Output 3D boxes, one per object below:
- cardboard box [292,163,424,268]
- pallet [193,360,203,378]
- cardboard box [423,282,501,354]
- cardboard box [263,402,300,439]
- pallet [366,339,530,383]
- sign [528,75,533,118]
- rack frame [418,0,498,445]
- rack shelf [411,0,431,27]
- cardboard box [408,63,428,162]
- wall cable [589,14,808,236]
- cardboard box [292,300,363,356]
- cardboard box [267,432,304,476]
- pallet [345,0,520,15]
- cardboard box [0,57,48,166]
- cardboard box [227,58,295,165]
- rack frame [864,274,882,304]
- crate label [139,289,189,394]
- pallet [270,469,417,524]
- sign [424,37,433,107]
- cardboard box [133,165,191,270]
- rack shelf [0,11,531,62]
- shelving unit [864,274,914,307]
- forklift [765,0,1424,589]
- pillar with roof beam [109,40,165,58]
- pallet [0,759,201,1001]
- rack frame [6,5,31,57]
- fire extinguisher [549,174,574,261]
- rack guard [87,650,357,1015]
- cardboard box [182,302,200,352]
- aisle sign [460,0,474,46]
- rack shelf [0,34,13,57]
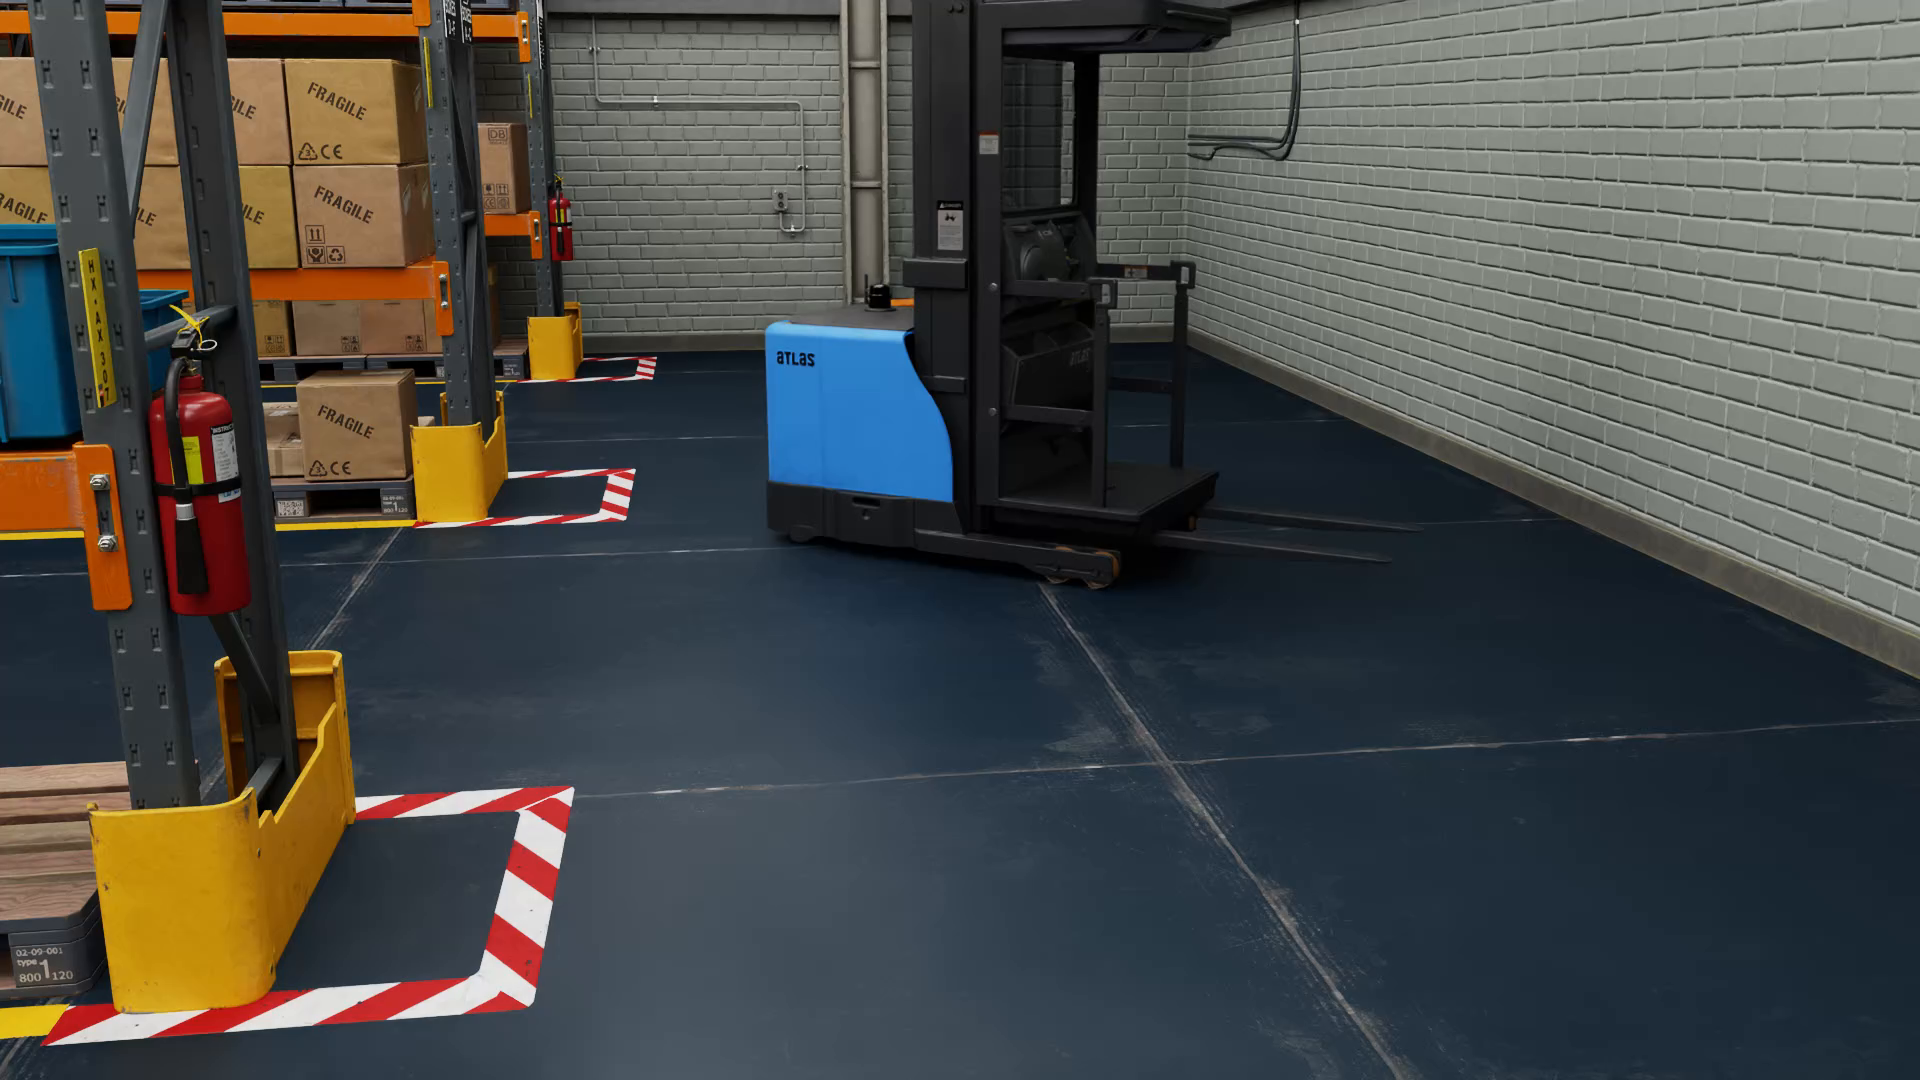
[{"bbox_3d":[-3.046,-1.656,8.454,0.500,0.500,0.500,-2,14,-7],"label":"cardboard box"},{"bbox_3d":[-6.577,-1.392,13.339,1.213,0.211,1.003,-2,14,-8],"label":"pallet"},{"bbox_3d":[-4.063,-1.823,13.599,0.500,0.500,0.700,-2,14,-8],"label":"cardboard box"},{"bbox_3d":[-3.718,-0.600,9.195,0.500,0.250,0.500,-2,14,-8],"label":"cardboard box"},{"bbox_3d":[-4.165,-1.481,13.692,1.213,0.211,1.003,-2,14,-8],"label":"pallet"},{"bbox_3d":[-3.318,-3.426,12.851,0.005,0.325,0.100,-2,14,-8],"label":"sign"},{"bbox_3d":[-2.644,-1.690,8.792,0.127,3.000,1.000,-2,14,-8],"label":"rack frame"},{"bbox_3d":[-4.622,-2.723,8.226,4.000,0.370,1.077,-2,14,-8],"label":"rack shelf"},{"bbox_3d":[-3.122,-2.270,8.847,0.500,0.500,0.500,-2,14,-7],"label":"cardboard box"},{"bbox_3d":[-2.260,-3.648,14.512,1.851,1.984,0.084,-2,14,-8],"label":"wall cable"},{"bbox_3d":[-5.055,-1.786,13.453,0.500,0.500,0.700,-3,14,-10],"label":"cardboard box"},{"bbox_3d":[-3.559,-0.457,8.797,0.250,0.166,0.380,-2,14,-8],"label":"cardboard box"},{"bbox_3d":[-4.118,-4.264,13.072,1.213,0.211,1.003,-2,14,-8],"label":"pallet"},{"bbox_3d":[-4.562,-2.084,8.103,0.500,0.500,0.500,-2,14,-7],"label":"cardboard box"},{"bbox_3d":[-3.542,-2.122,8.257,0.500,0.500,0.500,-2,14,-7],"label":"cardboard box"},{"bbox_3d":[-0.471,-0.830,9.050,0.015,1.200,0.240,-6,17,-23],"label":"rack frame"},{"bbox_3d":[-2.203,-0.516,4.334,0.303,0.233,0.416,-2,14,-8],"label":"crate label"},{"bbox_3d":[-3.507,-0.305,9.005,1.213,0.211,1.003,-2,14,-8],"label":"pallet"},{"bbox_3d":[-2.581,-2.270,8.078,0.005,0.325,0.100,-2,14,-8],"label":"sign"},{"bbox_3d":[-4.053,-1.620,8.309,0.500,0.500,0.500,-2,14,-8],"label":"cardboard box"},{"bbox_3d":[-5.363,-3.914,12.977,4.000,0.370,1.077,-2,14,-8],"label":"rack shelf"},{"bbox_3d":[-0.247,-0.854,9.144,0.503,1.200,0.258,-6,17,-23],"label":"shelving unit"},{"bbox_3d":[0.600,-1.353,7.593,3.031,2.935,1.130,7,16,26],"label":"forklift"},{"bbox_3d":[-6.136,-4.844,9.037,0.400,9.000,9.100,-2,14,-8],"label":"pillar with roof beam"},{"bbox_3d":[-2.731,0.875,4.298,1.213,0.211,1.003,-2,14,-8],"label":"pallet"},{"bbox_3d":[-7.341,-2.736,12.965,0.127,3.000,1.000,-2,14,-8],"label":"rack frame"},{"bbox_3d":[-3.168,-2.557,13.177,0.183,0.674,0.296,-2,14,-8],"label":"fire extinguisher"},{"bbox_3d":[-1.888,0.711,4.361,0.348,0.500,1.175,-2,14,-8],"label":"rack guard"},{"bbox_3d":[-6.089,-1.747,13.297,0.500,0.500,0.700,-2,14,-9],"label":"cardboard box"},{"bbox_3d":[-2.620,-3.024,8.768,0.004,0.787,0.394,-2,14,-8],"label":"aisle sign"},{"bbox_3d":[-9.319,-3.770,12.399,4.000,0.370,1.077,-2,14,-8],"label":"rack shelf"}]
